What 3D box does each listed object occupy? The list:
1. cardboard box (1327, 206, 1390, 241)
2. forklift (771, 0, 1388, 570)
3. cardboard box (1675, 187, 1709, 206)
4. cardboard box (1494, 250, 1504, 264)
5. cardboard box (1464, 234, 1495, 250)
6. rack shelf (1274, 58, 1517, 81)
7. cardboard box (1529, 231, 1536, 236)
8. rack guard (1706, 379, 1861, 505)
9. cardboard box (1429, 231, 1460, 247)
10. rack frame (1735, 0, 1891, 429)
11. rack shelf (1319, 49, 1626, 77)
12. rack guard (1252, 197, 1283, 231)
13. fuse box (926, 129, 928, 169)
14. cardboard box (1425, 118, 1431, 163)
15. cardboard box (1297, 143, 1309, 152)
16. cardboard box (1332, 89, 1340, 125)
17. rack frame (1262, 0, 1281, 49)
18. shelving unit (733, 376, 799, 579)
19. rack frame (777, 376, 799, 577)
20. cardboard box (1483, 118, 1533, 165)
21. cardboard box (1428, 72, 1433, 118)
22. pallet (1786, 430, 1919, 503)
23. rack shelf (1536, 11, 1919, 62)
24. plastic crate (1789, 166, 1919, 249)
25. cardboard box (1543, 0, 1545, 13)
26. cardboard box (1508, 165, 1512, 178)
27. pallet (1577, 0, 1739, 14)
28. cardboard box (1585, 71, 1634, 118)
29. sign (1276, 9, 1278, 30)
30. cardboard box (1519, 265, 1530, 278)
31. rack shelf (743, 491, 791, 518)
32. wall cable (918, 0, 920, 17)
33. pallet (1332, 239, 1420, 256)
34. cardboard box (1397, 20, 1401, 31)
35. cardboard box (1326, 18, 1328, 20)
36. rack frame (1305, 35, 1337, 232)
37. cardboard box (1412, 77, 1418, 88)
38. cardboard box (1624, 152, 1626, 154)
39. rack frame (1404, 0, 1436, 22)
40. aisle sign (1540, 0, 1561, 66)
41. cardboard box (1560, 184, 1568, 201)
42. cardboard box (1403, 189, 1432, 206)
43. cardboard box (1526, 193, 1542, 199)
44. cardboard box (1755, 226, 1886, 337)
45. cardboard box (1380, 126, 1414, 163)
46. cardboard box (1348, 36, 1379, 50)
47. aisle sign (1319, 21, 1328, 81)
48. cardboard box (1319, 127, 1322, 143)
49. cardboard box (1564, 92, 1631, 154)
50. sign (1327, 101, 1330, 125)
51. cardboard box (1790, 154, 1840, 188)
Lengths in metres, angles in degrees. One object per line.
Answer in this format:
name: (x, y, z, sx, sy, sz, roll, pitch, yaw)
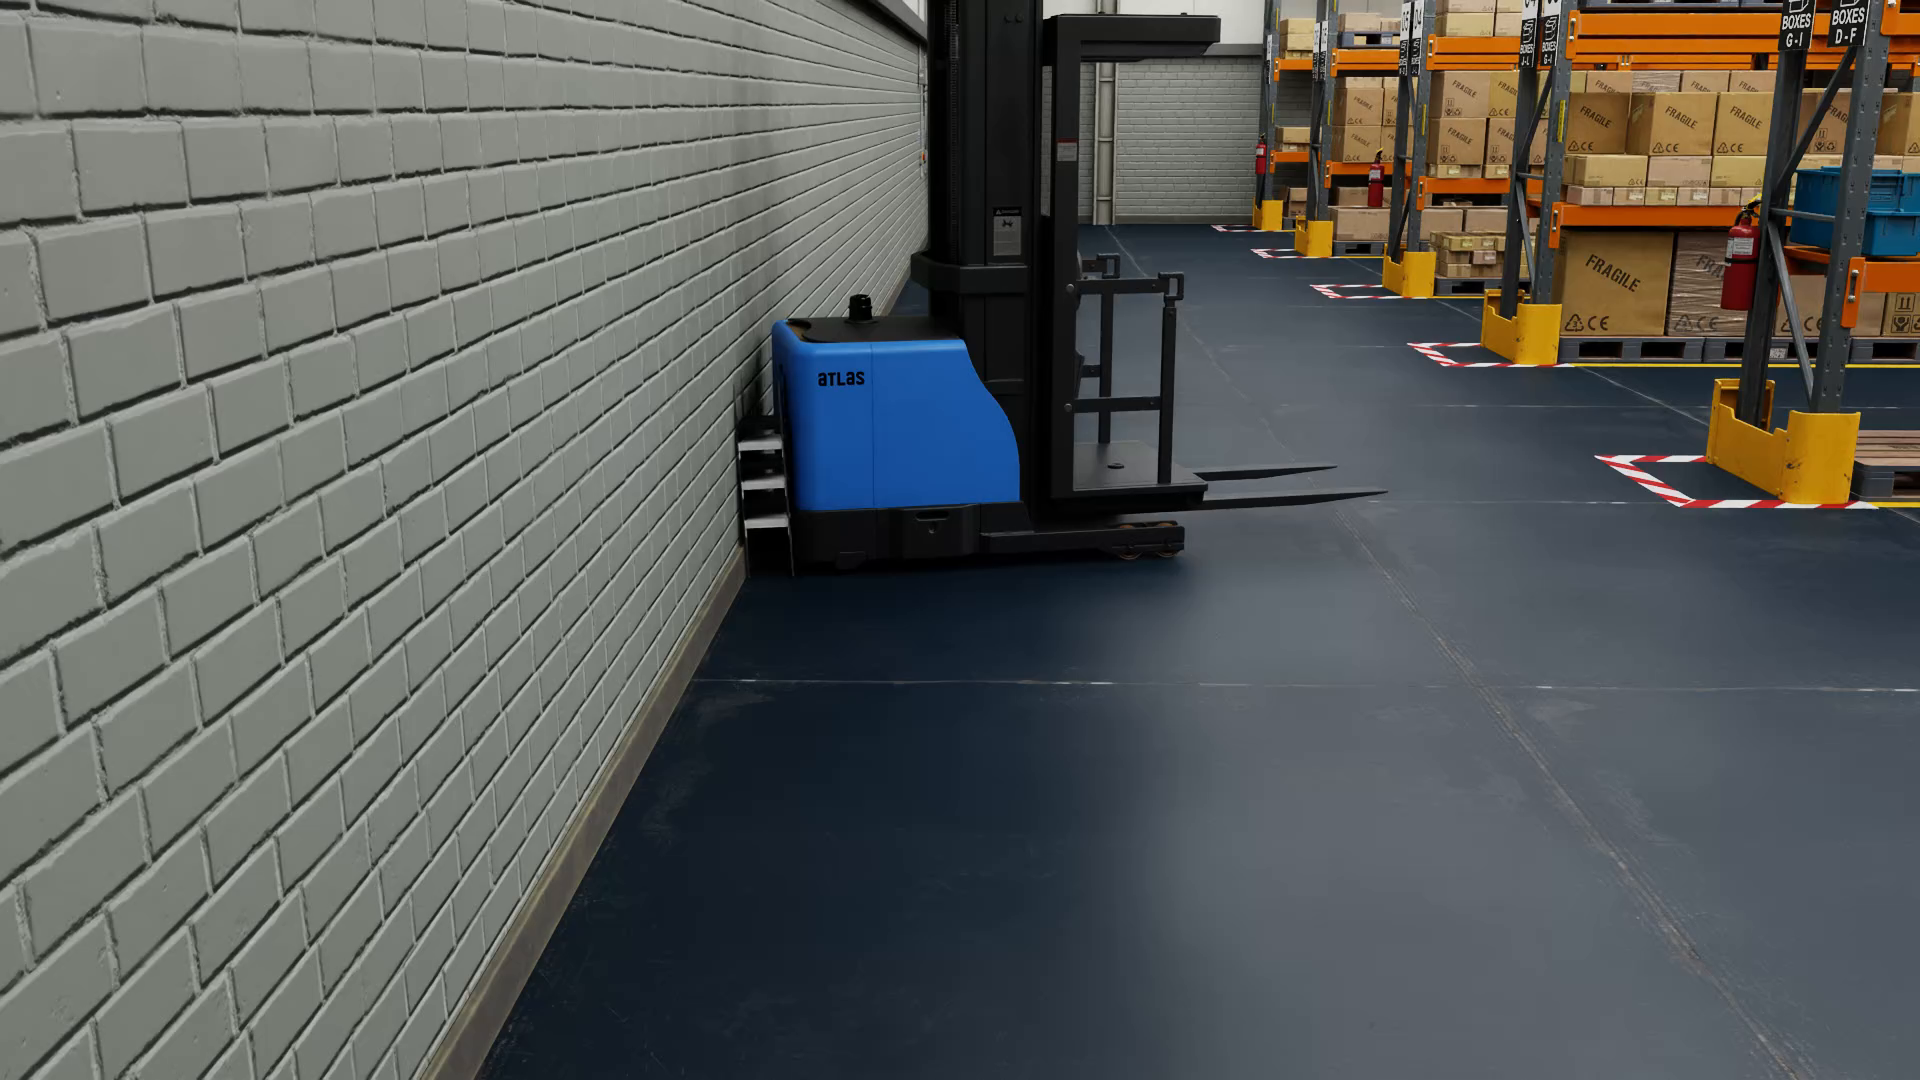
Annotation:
cardboard box: (5.778, -4.572, 23.988, 0.875, 0.438, 0.875, 0, 15, 0)
forklift: (0.616, -1.451, 8.093, 3.031, 2.935, 1.130, -3, 15, -12)
cardboard box: (5.982, -2.847, 13.744, 0.250, 0.149, 0.380, 0, 15, 1)
cardboard box: (6.127, -3.228, 18.877, 0.250, 0.149, 0.380, 1, 15, 2)
cardboard box: (5.884, -3.375, 18.850, 0.250, 0.149, 0.380, 1, 15, 2)
rack shelf: (7.238, -7.942, 28.092, 4.000, 0.370, 1.077, 0, 15, 1)
cardboard box: (6.665, -3.506, 19.348, 0.250, 0.149, 0.380, 1, 15, 4)
rack guard: (4.712, -0.584, 9.575, 0.348, 0.500, 1.175, 0, 15, 1)
cardboard box: (5.626, -3.497, 19.314, 0.250, 0.149, 0.380, 1, 15, 2)
rack frame: (4.736, -1.796, 9.268, 0.127, 3.000, 1.000, 0, 15, 1)
rack shelf: (7.115, -6.676, 23.294, 4.000, 0.370, 1.077, 0, 15, 1)
rack guard: (5.315, -5.643, 28.750, 0.348, 0.500, 1.175, 0, 15, 1)
fuse box: (-0.322, -5.529, 25.943, 0.414, 1.711, 0.539, 0, 15, 1)
cardboard box: (5.546, -4.578, 19.035, 0.500, 0.500, 0.500, 1, 15, 3)
cardboard box: (5.816, -6.669, 28.230, 0.250, 0.149, 0.380, 1, 15, 3)
cardboard box: (5.604, -6.176, 23.713, 0.500, 0.500, 0.500, 1, 15, 3)
rack frame: (5.239, -9.753, 27.667, 0.127, 3.000, 1.000, 0, 15, 1)
shelving unit: (-0.891, -0.290, 7.665, 0.210, 0.900, 0.258, -3, 12, 2)
rack frame: (-0.790, -0.294, 7.661, 0.006, 0.900, 0.240, -3, 12, 2)
cardboard box: (6.068, -4.445, 18.530, 0.500, 0.500, 0.500, 0, 15, 2)
cardboard box: (5.554, -5.060, 18.898, 0.500, 0.500, 0.500, 0, 15, 0)
pallet: (5.560, -0.433, 9.566, 1.213, 0.211, 1.003, 0, 15, 1)
rack shelf: (6.862, -4.149, 13.715, 4.000, 0.370, 1.077, 0, 15, 1)
plastic crate: (5.076, -1.888, 9.428, 0.499, 0.435, 0.616, 0, 15, 1)
cardboard box: (6.549, -5.865, 18.122, 0.500, 0.250, 0.500, 1, 15, 2)
cardboard box: (6.192, -4.143, 18.656, 0.250, 0.149, 0.380, 1, 15, 4)
pallet: (5.605, -4.465, 13.676, 1.213, 0.211, 1.003, 0, 15, 1)
cardboard box: (7.066, -4.915, 18.352, 0.500, 0.500, 0.500, 0, 15, 0)
sign: (5.225, -8.587, 27.414, 0.005, 0.325, 0.100, 0, 15, 1)
cardboard box: (6.371, -3.053, 18.796, 0.250, 0.149, 0.380, 1, 15, 2)
rack shelf: (-0.885, -0.169, 7.691, 0.200, 0.077, 0.258, -3, 12, 2)
wall cable: (-0.578, -8.453, 22.738, 0.029, 3.000, 0.463, 0, 15, 1)
pallet: (5.917, -4.253, 24.046, 1.213, 0.211, 1.003, 0, 15, 1)
cardboard box: (6.198, -7.101, 22.969, 0.250, 0.149, 0.380, 1, 15, 3)
cardboard box: (6.184, -8.541, 27.683, 0.500, 0.250, 0.500, 0, 15, 1)
rack frame: (5.116, -5.587, 23.635, 0.127, 3.000, 1.000, 0, 15, 1)
cardboard box: (6.248, -6.347, 23.091, 0.250, 0.149, 0.380, 0, 15, 0)
cardboard box: (5.861, -3.192, 14.268, 0.500, 0.250, 0.500, 0, 15, 0)
rack frame: (5.090, -7.224, 18.082, 0.127, 3.000, 1.000, 0, 15, 1)
aisle sign: (4.783, -4.240, 13.436, 0.004, 0.787, 0.394, 0, 15, 1)
cardboard box: (5.227, -3.020, 14.397, 0.250, 0.149, 0.380, 1, 15, 2)
cardboard box: (7.739, -5.796, 28.507, 0.500, 0.500, 0.700, 0, 15, -1)
cardboard box: (9.715, -5.760, 28.370, 0.500, 0.500, 0.500, 1, 15, 4)
cardboard box: (7.304, -2.240, 14.290, 0.875, 0.875, 0.875, 0, 15, 1)
cardboard box: (6.095, -5.562, 23.347, 0.500, 0.500, 0.500, 0, 15, 1)
cardboard box: (6.695, -8.297, 27.739, 0.500, 0.250, 0.500, 0, 15, 0)
aisle sign: (5.036, -6.770, 23.025, 0.004, 0.787, 0.394, 0, 15, 1)
cardboard box: (6.190, -6.849, 28.130, 0.500, 0.250, 0.500, 1, 15, 2)
cardboard box: (5.356, -3.557, 14.183, 0.500, 0.500, 0.500, 1, 15, 2)
sign: (5.096, -5.902, 22.978, 0.005, 0.325, 0.100, 0, 15, 1)
cardboard box: (6.879, -3.051, 13.734, 0.500, 0.250, 0.500, 0, 15, 0)
